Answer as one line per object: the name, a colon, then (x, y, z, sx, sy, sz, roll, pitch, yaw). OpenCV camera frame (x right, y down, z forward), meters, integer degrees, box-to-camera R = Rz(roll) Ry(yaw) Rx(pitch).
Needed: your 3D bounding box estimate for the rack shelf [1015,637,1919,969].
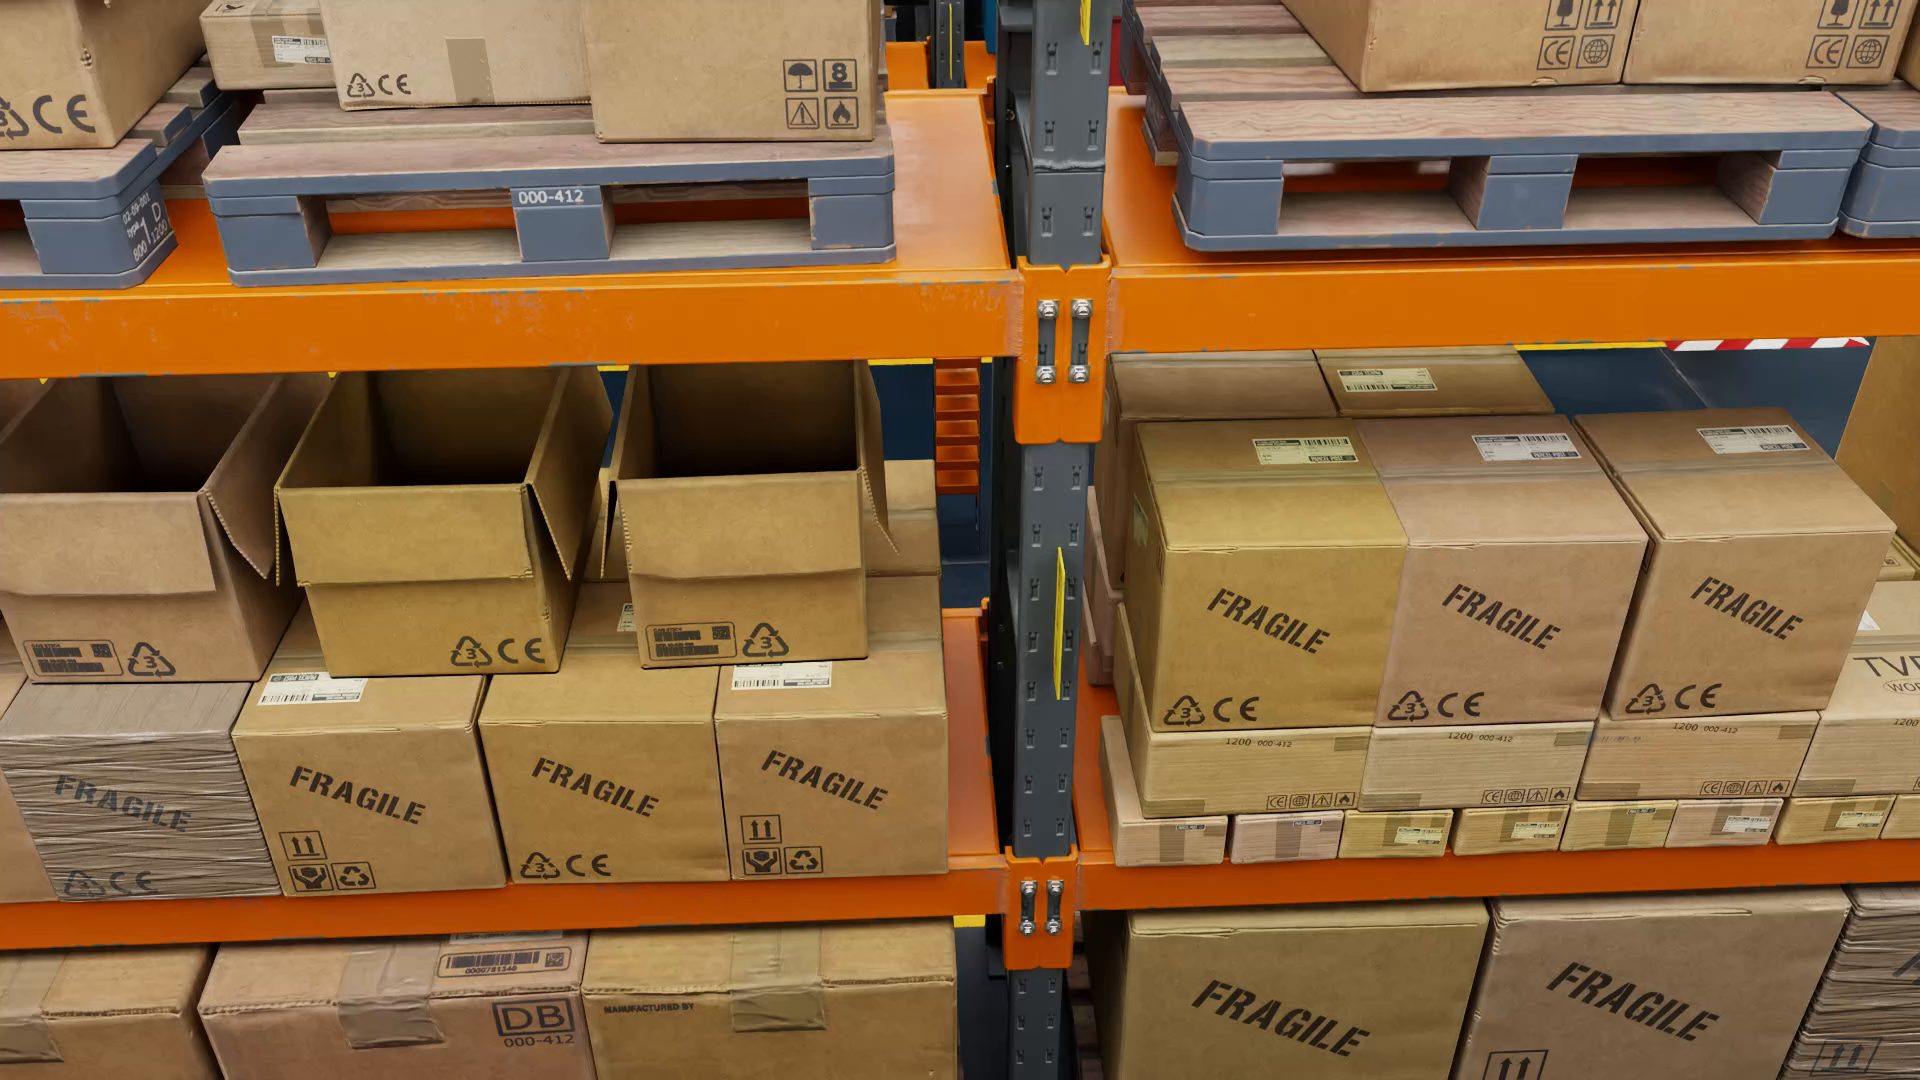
rack shelf: (2.165, 0.550, 4.451, 4.000, 0.370, 1.077, -2, 35, -2)

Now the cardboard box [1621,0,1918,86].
cardboard box: (1.484, -1.247, 3.236, 0.500, 0.500, 0.700, 0, 35, 0)

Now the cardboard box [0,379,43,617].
cardboard box: (-2.446, -0.064, 3.737, 0.637, 0.503, 0.797, -1, 35, -1)

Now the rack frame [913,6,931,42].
rack frame: (-0.298, -5.323, 12.306, 0.127, 3.000, 1.000, -2, 35, -2)

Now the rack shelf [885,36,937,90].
rack shelf: (-2.065, -2.157, 8.364, 4.000, 0.370, 1.077, -2, 35, -2)

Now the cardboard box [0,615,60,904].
cardboard box: (-2.303, 0.485, 3.825, 0.500, 0.500, 0.500, -2, 35, -3)

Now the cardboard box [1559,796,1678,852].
cardboard box: (1.522, 0.563, 4.021, 0.250, 0.149, 0.380, -2, 35, -3)

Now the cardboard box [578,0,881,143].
cardboard box: (-0.411, -1.118, 3.136, 0.500, 0.500, 0.700, -1, 35, -1)

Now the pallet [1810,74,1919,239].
pallet: (2.201, -0.936, 3.409, 1.213, 0.211, 1.003, -2, 35, -2)

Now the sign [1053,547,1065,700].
sign: (0.203, 0.173, 3.416, 0.005, 0.325, 0.100, -2, 35, -2)

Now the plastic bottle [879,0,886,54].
plastic bottle: (-0.474, -2.661, 8.502, 0.185, 0.351, 0.144, -2, 35, -2)

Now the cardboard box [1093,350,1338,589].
cardboard box: (0.614, -0.225, 4.151, 0.500, 0.500, 0.500, -1, 35, -1)

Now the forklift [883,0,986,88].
forklift: (-0.316, -3.932, 10.356, 3.031, 2.935, 1.130, 0, 35, 1)

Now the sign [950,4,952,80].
sign: (-0.043, -2.308, 7.706, 0.005, 0.325, 0.100, -2, 35, -2)

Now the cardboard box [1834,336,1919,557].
cardboard box: (2.654, -0.278, 4.228, 0.500, 0.500, 0.500, -2, 35, -4)

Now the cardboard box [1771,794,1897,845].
cardboard box: (2.036, 0.550, 4.041, 0.250, 0.149, 0.380, -2, 35, -4)

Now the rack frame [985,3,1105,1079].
rack frame: (0.167, 0.308, 4.169, 0.127, 3.000, 1.000, -2, 35, -2)

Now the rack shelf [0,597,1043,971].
rack shelf: (-1.830, 0.658, 4.296, 4.000, 0.370, 1.077, -2, 35, -2)

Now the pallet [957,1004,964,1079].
pallet: (-0.600, 1.518, 4.870, 1.213, 0.211, 1.003, -2, 35, -2)

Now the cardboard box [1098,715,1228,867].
cardboard box: (0.479, 0.593, 3.979, 0.250, 0.149, 0.380, -1, 35, -2)

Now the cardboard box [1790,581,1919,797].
cardboard box: (2.156, 0.347, 3.983, 0.500, 0.250, 0.500, -1, 35, -2)

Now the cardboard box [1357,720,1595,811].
cardboard box: (1.146, 0.373, 3.945, 0.500, 0.250, 0.500, -2, 35, -2)

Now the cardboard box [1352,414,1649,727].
cardboard box: (1.150, 0.063, 3.735, 0.500, 0.500, 0.500, -2, 35, -2)

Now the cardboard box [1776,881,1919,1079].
cardboard box: (2.618, 0.989, 4.684, 0.875, 0.875, 0.875, -2, 35, -2)

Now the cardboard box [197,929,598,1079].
cardboard box: (-1.363, 1.062, 4.577, 0.875, 0.875, 1.225, -3, 35, -4)

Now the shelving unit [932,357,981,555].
shelving unit: (-0.014, -0.493, 6.908, 0.189, 1.200, 0.258, -2, 35, -2)

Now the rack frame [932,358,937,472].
rack frame: (-0.106, -0.491, 6.904, 0.006, 1.200, 0.240, -2, 35, -2)

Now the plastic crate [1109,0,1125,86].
plastic crate: (0.837, -2.440, 8.030, 0.583, 0.464, 0.402, -2, 35, -2)

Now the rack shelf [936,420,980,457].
rack shelf: (-0.014, -0.456, 6.933, 0.180, 0.103, 0.258, -2, 35, -2)

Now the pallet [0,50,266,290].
pallet: (-2.071, -0.819, 3.328, 1.213, 0.211, 1.003, 0, 35, 0)

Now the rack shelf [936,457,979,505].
rack shelf: (-0.014, -0.259, 7.070, 0.180, 0.103, 0.258, -2, 35, -2)

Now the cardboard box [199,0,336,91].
cardboard box: (-1.327, -1.040, 3.332, 0.250, 0.149, 0.380, -3, 35, -4)

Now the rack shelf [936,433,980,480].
rack shelf: (-0.014, -0.358, 7.002, 0.180, 0.103, 0.258, -2, 35, -2)

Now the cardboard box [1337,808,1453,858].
cardboard box: (1.004, 0.578, 4.000, 0.250, 0.149, 0.380, 0, 35, -1)

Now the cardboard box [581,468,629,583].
cardboard box: (-0.806, 0.151, 4.307, 0.500, 0.500, 0.500, -1, 35, -2)

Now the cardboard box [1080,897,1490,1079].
cardboard box: (0.830, 1.037, 4.614, 0.875, 0.875, 0.875, -2, 35, -2)

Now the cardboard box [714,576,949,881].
cardboard box: (-0.287, 0.435, 3.898, 0.500, 0.500, 0.500, -1, 35, -2)

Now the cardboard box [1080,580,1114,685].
cardboard box: (0.456, 0.217, 4.521, 0.250, 0.149, 0.380, -1, 35, -2)

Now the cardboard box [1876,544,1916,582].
cardboard box: (2.129, 0.046, 4.419, 0.500, 0.250, 0.500, -2, 35, -3)

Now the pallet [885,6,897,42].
pallet: (-1.109, -4.133, 13.036, 1.213, 0.211, 1.003, -2, 35, -2)

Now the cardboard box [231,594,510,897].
cardboard box: (-1.303, 0.462, 3.858, 0.500, 0.500, 0.500, -2, 35, -3)

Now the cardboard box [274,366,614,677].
cardboard box: (-1.156, -0.112, 3.806, 0.637, 0.503, 0.797, -1, 35, -2)
